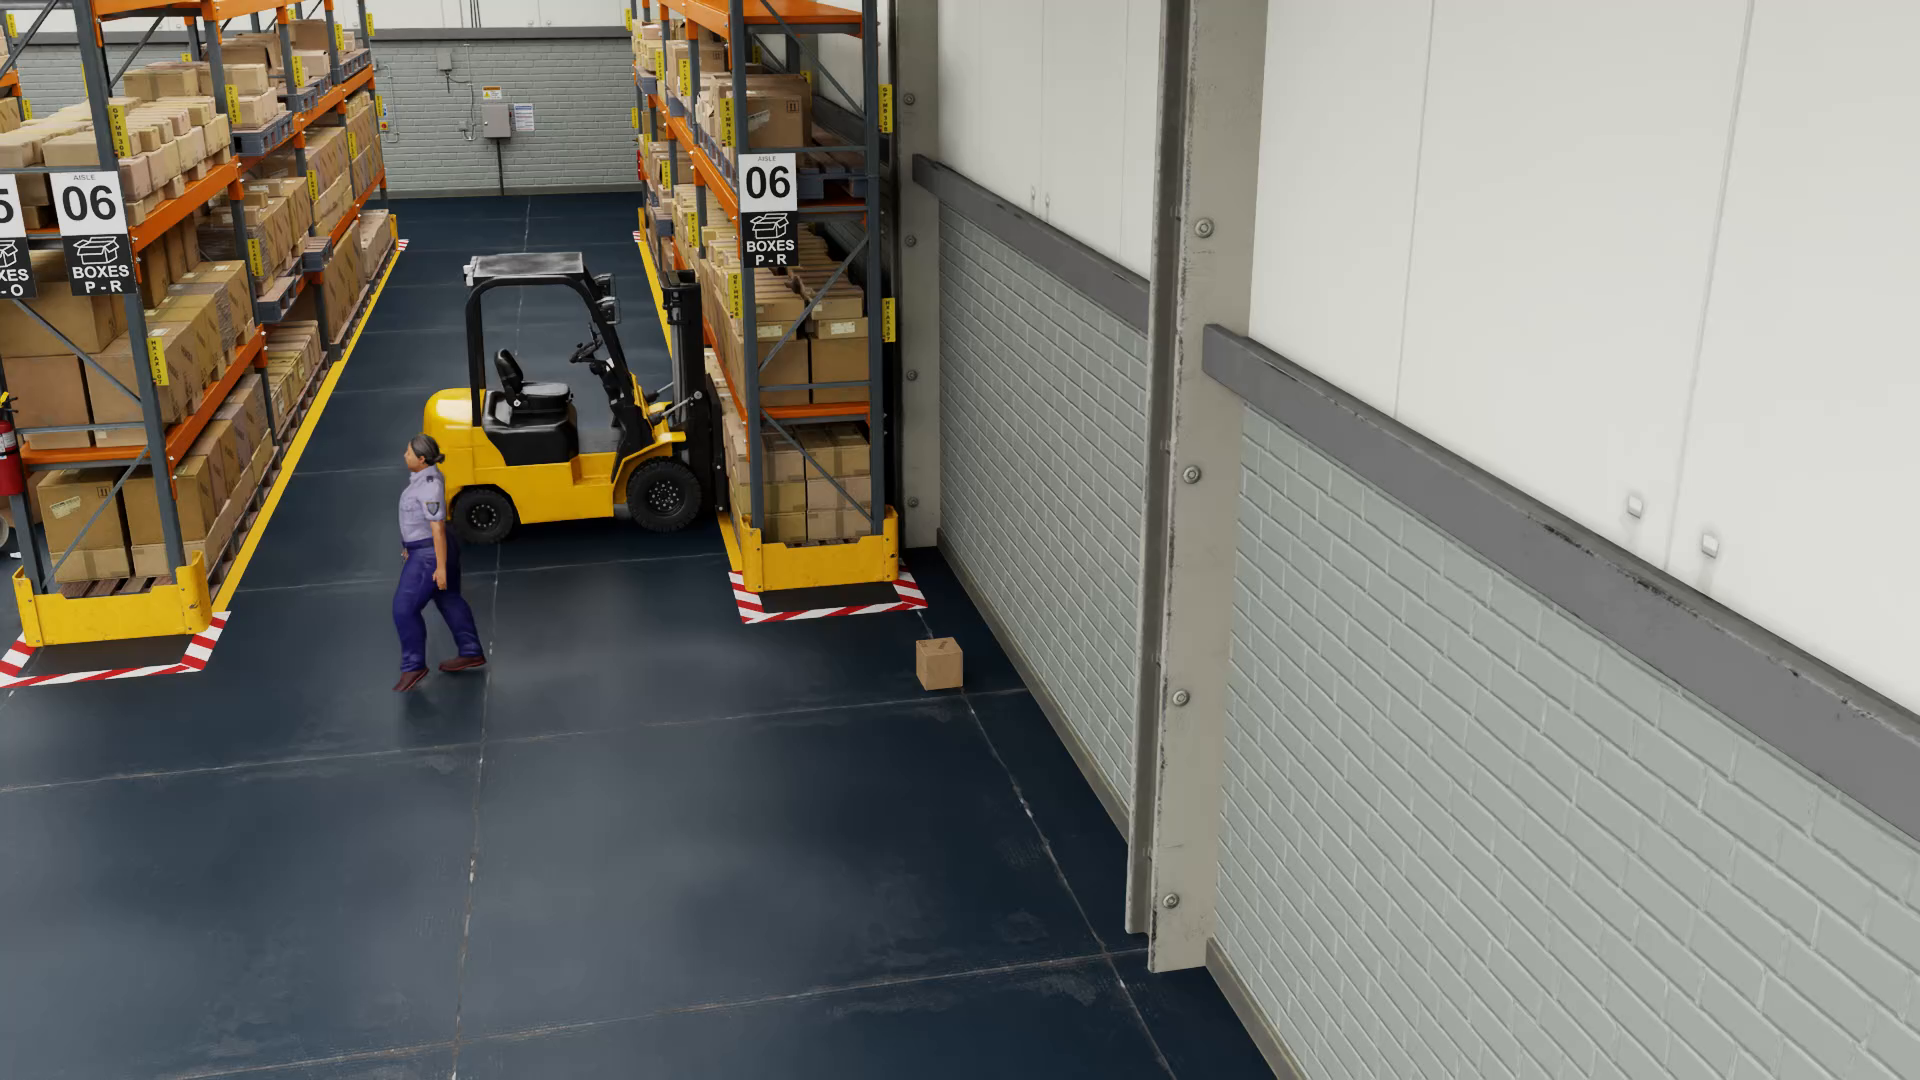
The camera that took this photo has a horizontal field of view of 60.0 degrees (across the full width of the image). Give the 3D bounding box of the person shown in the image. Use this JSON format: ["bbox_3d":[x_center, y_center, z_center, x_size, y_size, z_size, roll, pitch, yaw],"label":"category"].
[{"bbox_3d":[-3.449,0.146,10.747,0.605,1.718,0.514,-4,20,-11],"label":"person"}]
